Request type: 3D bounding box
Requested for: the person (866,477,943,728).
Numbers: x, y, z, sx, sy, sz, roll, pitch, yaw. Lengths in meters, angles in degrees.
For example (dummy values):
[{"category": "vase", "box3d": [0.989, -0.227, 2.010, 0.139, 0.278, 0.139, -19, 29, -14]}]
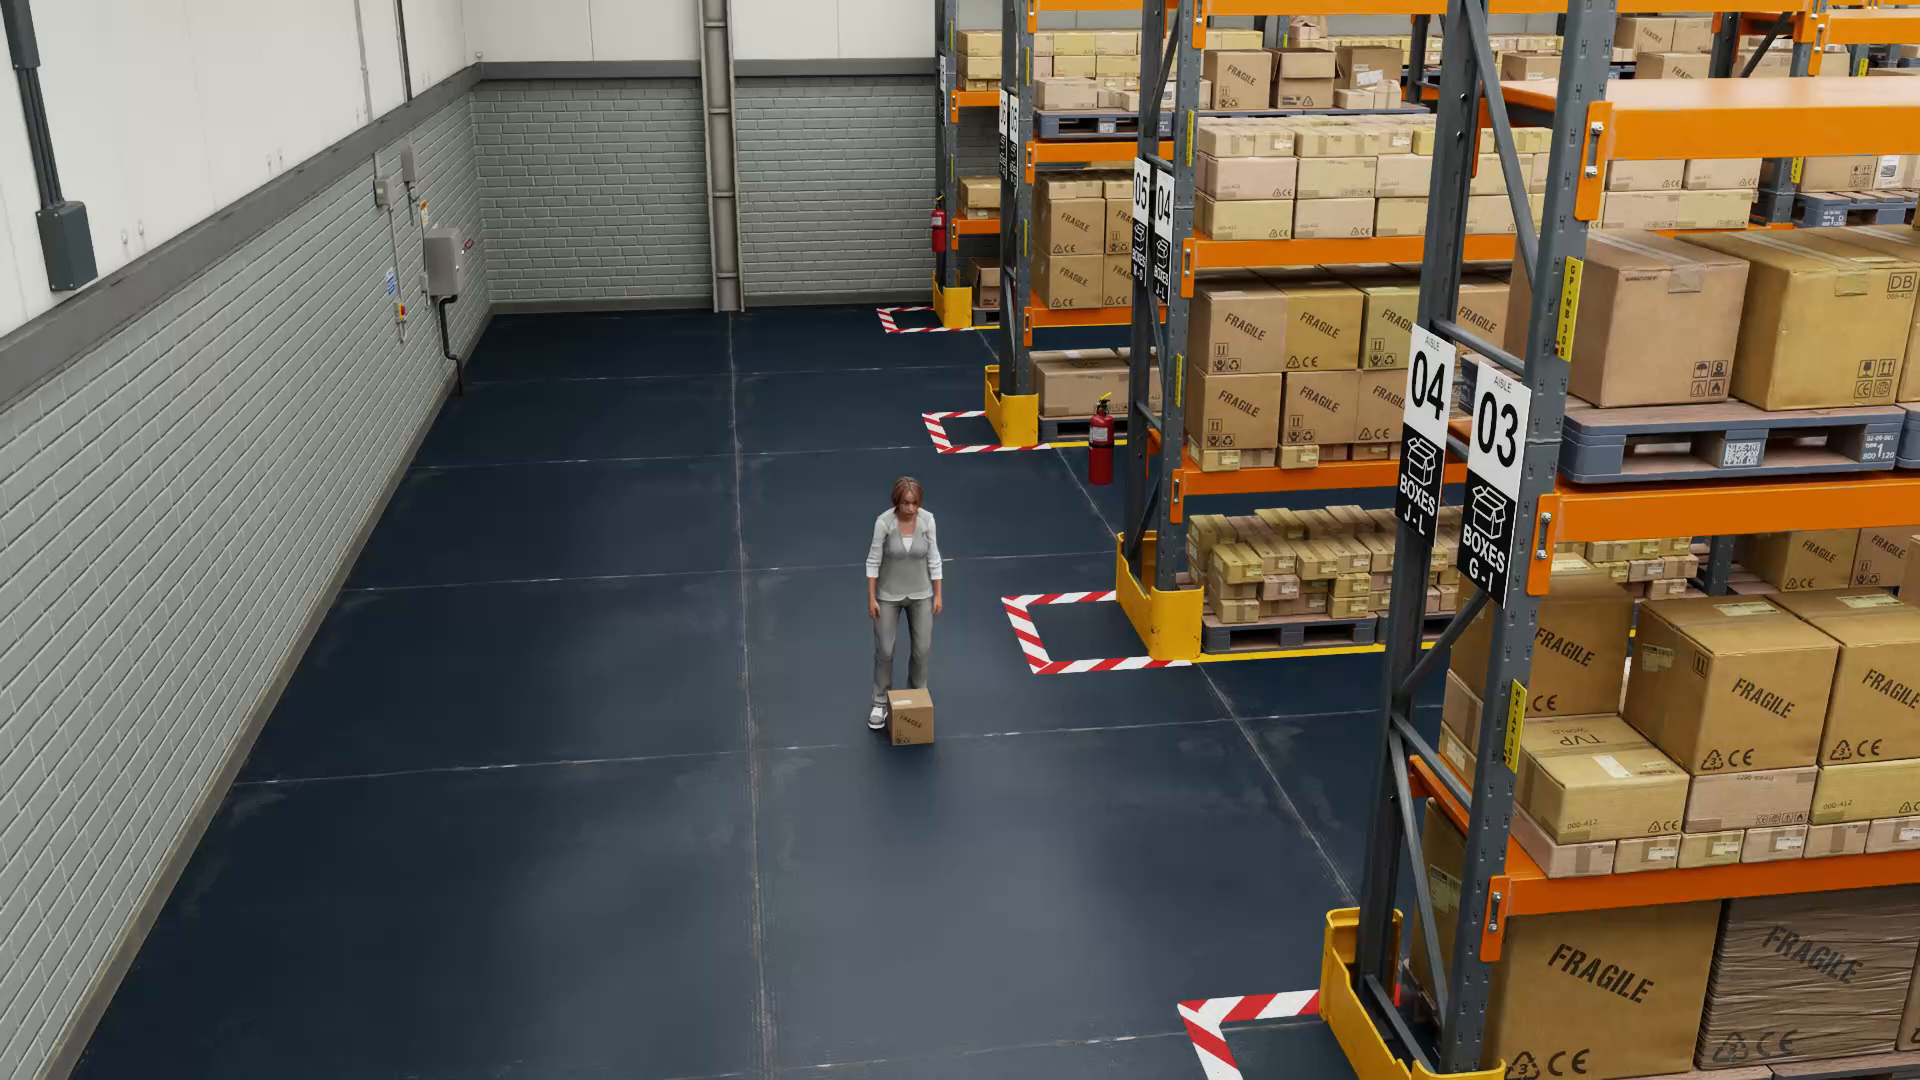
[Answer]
[{"category": "person", "box3d": [-0.343, 0.363, 10.110, 0.485, 1.594, 0.341, -4, 21, -11]}]
